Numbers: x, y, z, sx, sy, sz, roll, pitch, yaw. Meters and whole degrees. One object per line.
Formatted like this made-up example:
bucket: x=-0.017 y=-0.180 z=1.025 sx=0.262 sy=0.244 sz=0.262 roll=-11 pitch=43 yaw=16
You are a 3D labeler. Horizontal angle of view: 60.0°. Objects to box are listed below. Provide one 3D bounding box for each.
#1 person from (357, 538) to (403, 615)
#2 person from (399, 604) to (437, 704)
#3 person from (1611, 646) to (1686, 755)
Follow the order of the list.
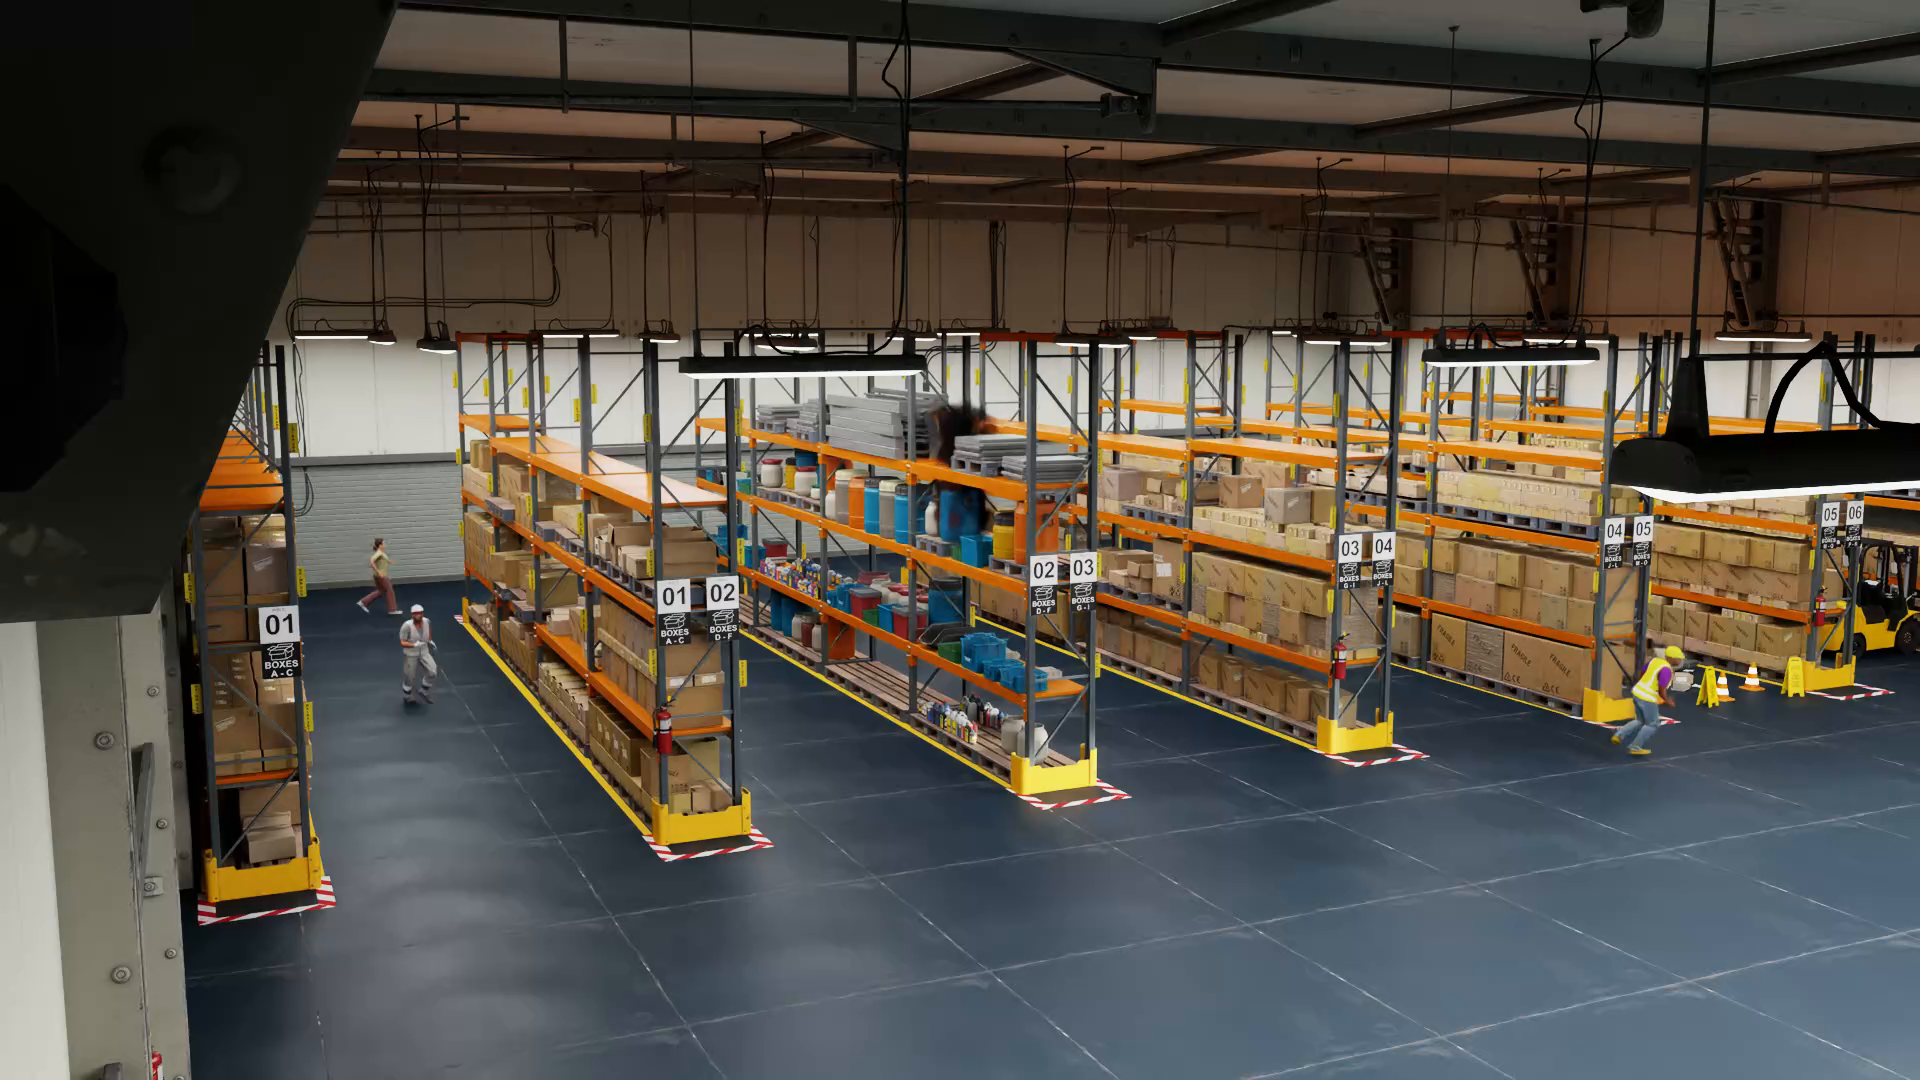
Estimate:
person: x=-12.234 y=0.779 z=35.015 sx=0.907 sy=1.644 sz=0.566 roll=-4 pitch=9 yaw=-27
person: x=-8.775 y=1.854 z=26.965 sx=0.701 sy=1.692 sz=0.948 roll=-7 pitch=10 yaw=-42
person: x=9.924 y=2.308 z=23.978 sx=0.915 sy=1.606 sz=0.670 roll=0 pitch=8 yaw=0
